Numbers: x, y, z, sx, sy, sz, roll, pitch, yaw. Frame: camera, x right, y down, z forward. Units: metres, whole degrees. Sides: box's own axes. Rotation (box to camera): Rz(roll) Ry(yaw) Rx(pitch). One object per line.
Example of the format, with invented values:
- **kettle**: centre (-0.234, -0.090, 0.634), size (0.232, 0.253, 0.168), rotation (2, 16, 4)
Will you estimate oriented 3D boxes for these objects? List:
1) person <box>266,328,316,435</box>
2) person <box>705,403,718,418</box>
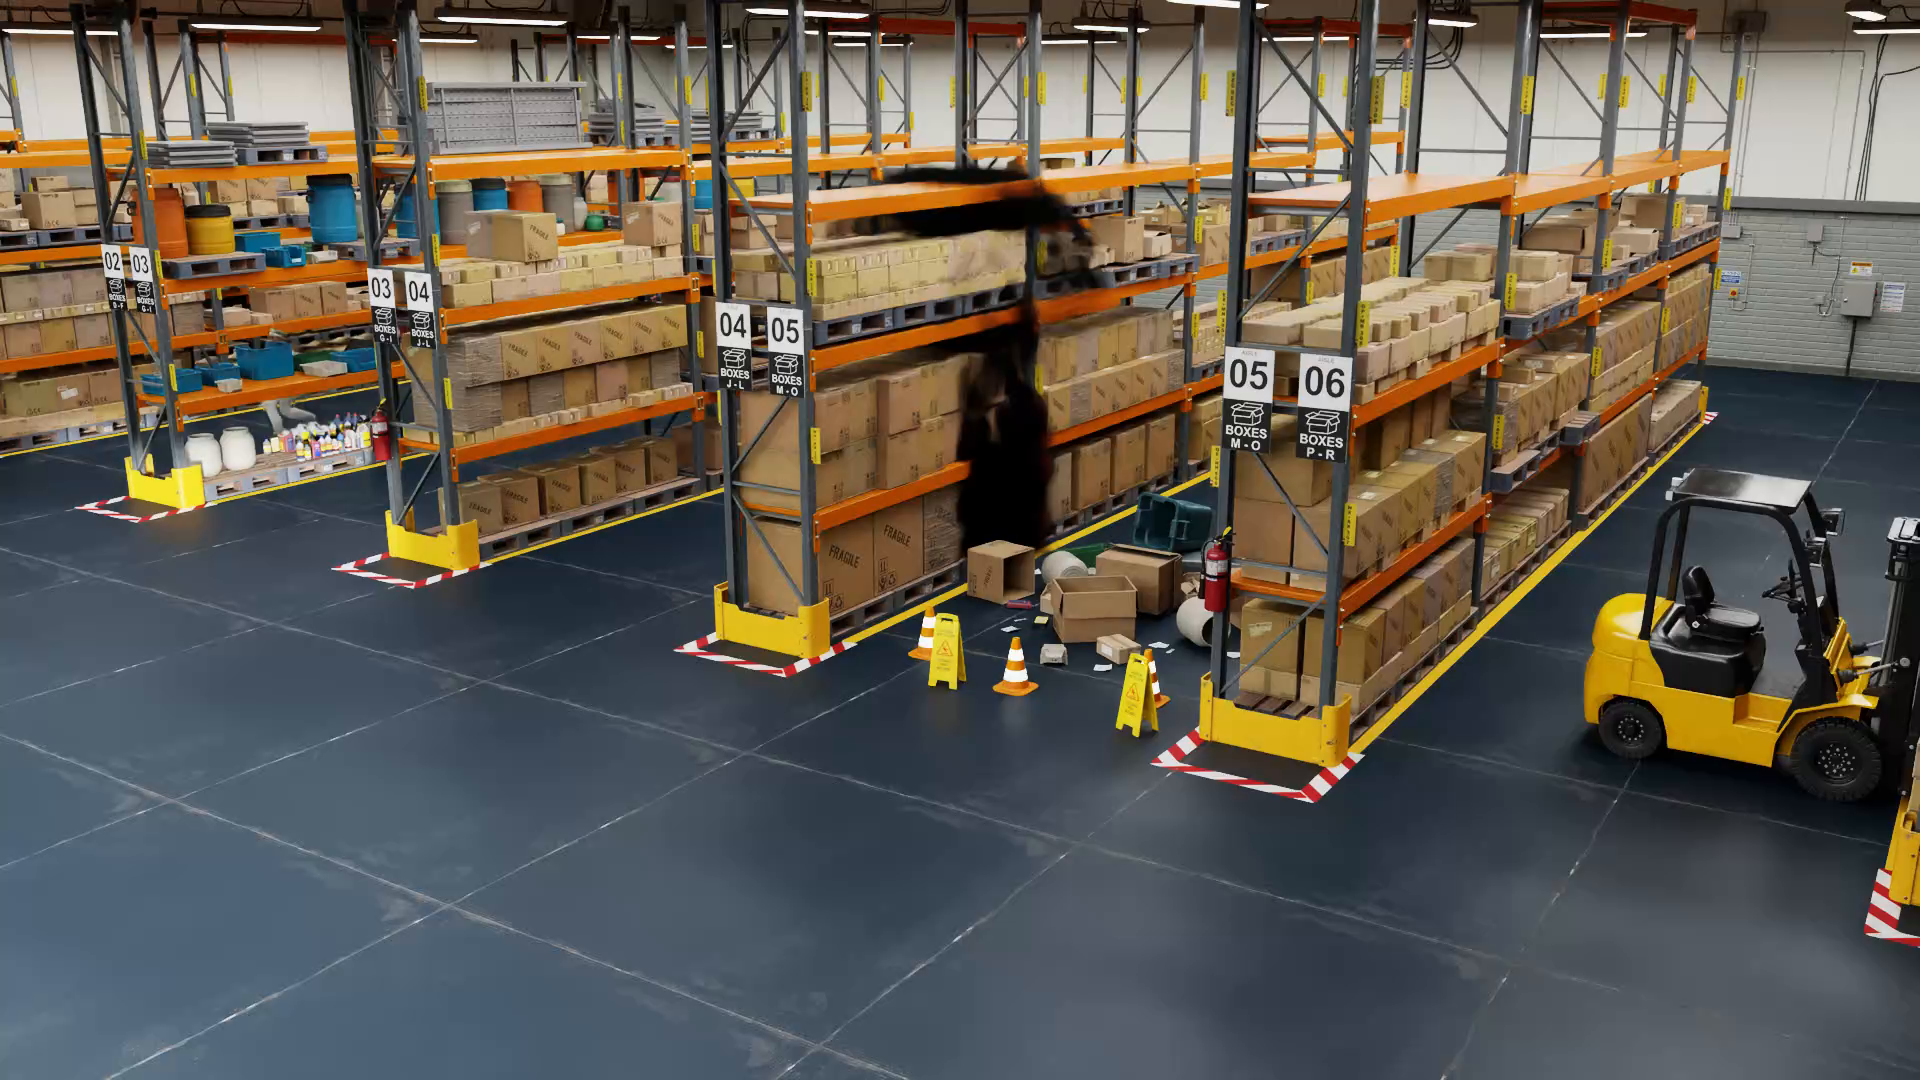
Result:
- **person**: centre (-9.887, -2.283, 24.334), size (0.590, 1.683, 0.720), rotation (10, 19, 33)
- **person**: centre (-3.920, -2.531, 25.013), size (0.662, 1.744, 0.766), rotation (8, 17, 26)
